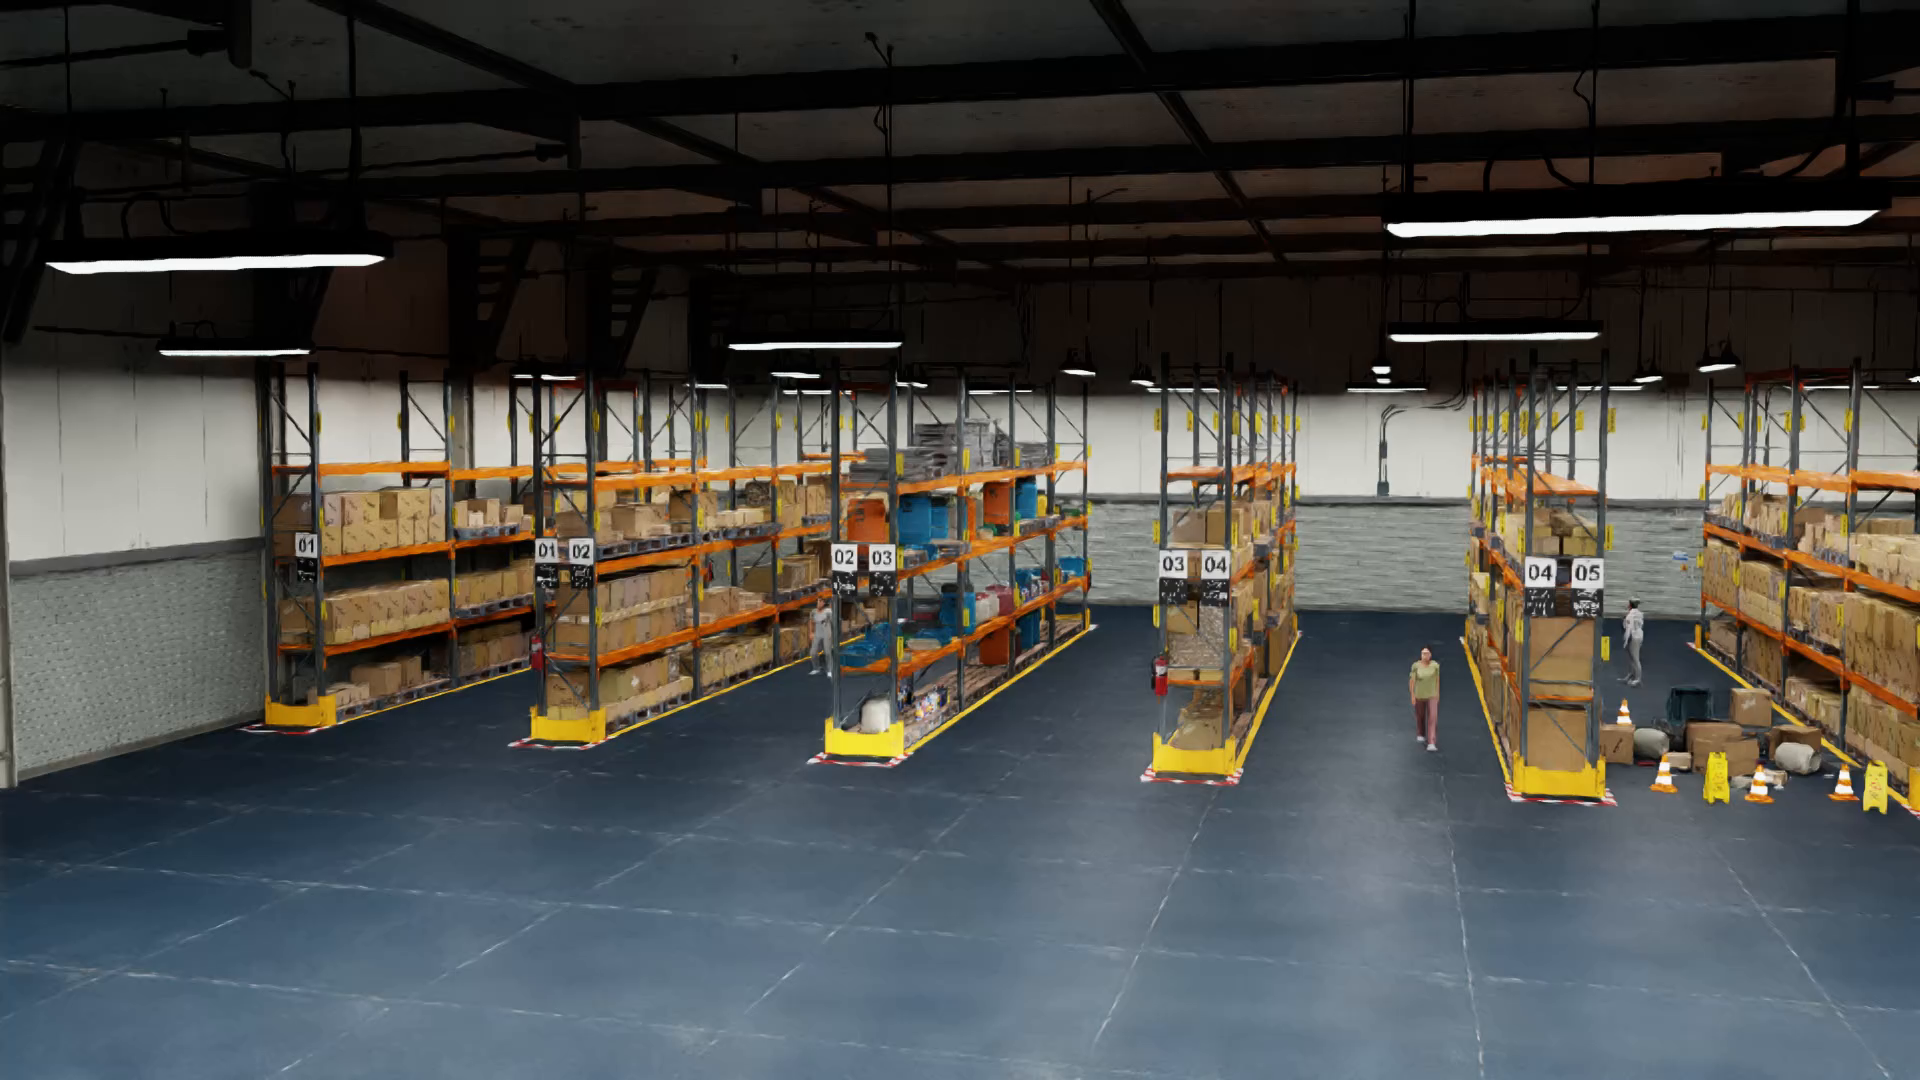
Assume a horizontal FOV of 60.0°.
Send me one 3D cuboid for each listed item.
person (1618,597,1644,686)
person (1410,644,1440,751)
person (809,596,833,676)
[{"bbox_3d":[12.836,1.920,31.775,0.545,1.667,0.572,4,6,43],"label":"person"},{"bbox_3d":[7.150,2.400,25.596,0.448,1.571,1.110,1,4,17],"label":"person"},{"bbox_3d":[-2.713,1.891,32.843,0.580,1.618,0.507,1,4,13],"label":"person"}]
